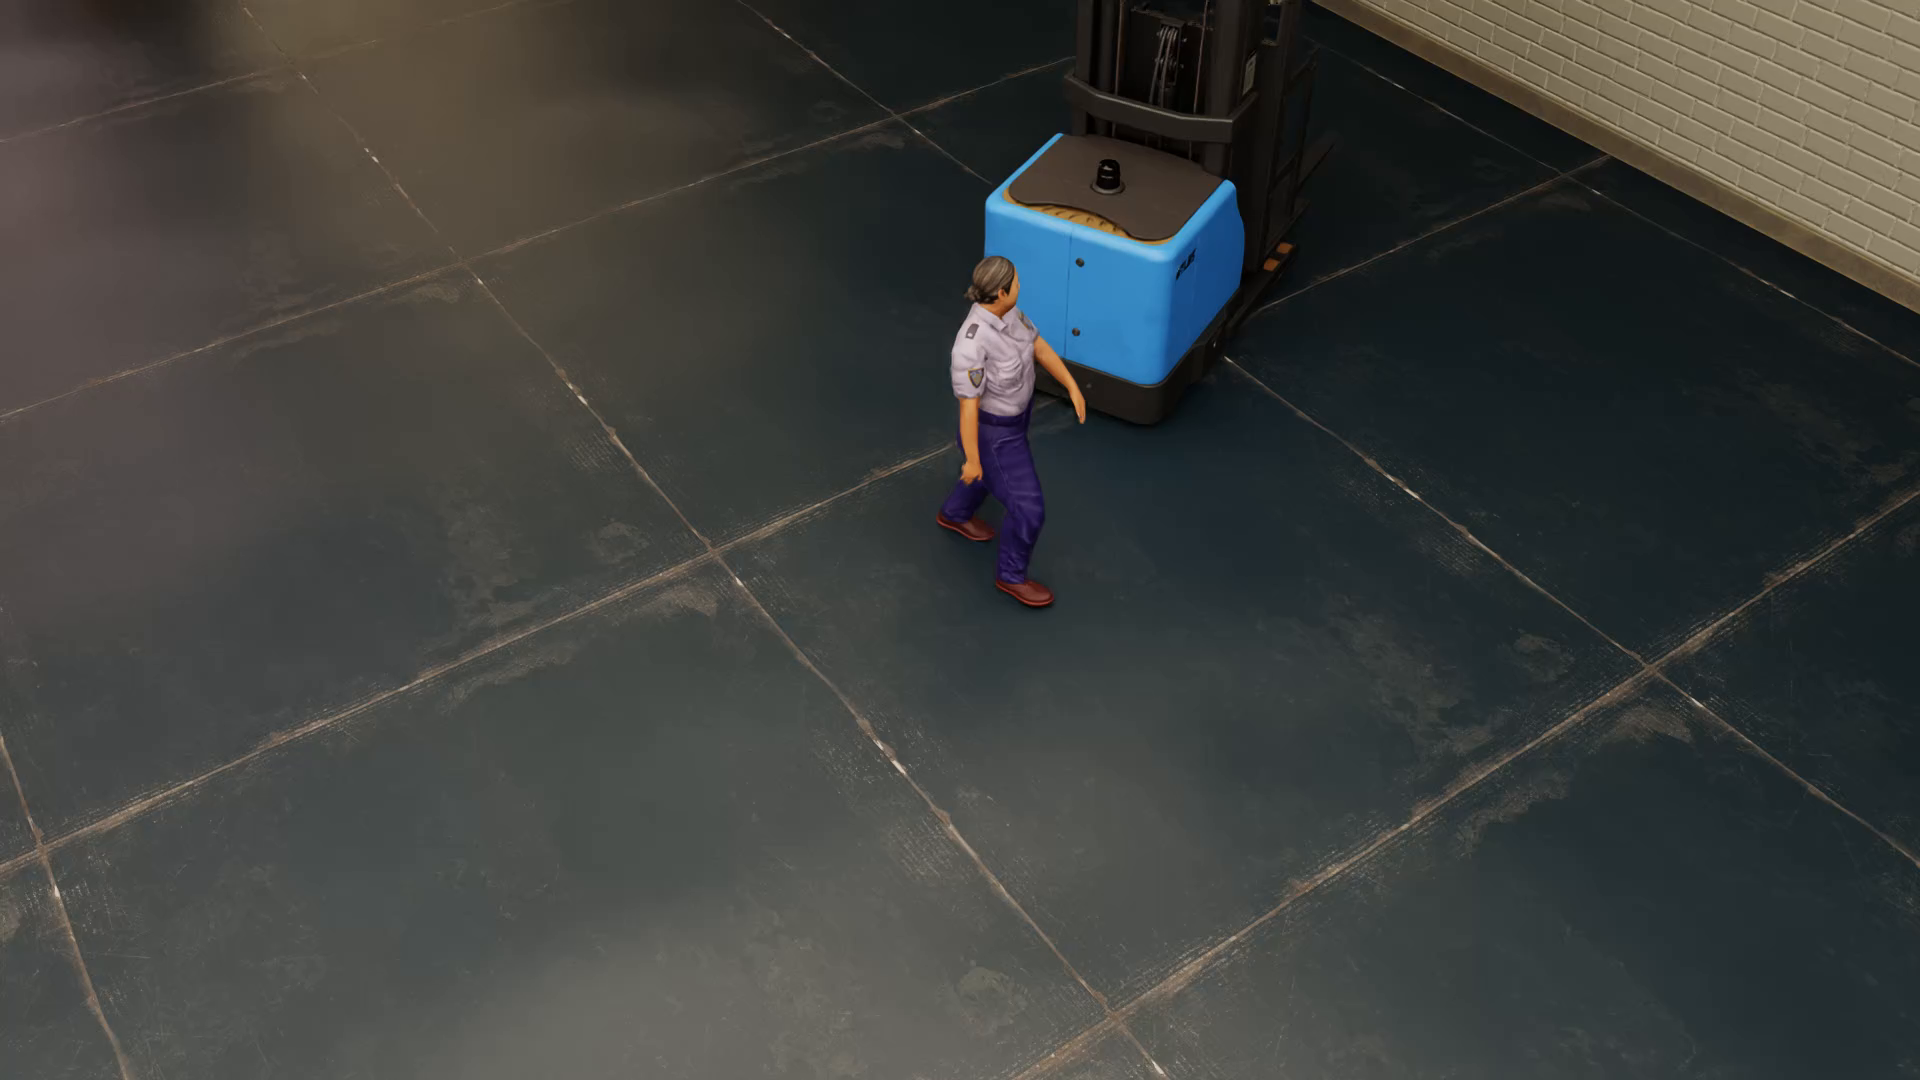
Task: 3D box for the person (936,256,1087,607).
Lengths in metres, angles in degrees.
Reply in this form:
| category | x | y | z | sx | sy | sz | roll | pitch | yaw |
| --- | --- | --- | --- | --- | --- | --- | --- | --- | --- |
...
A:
| category | x | y | z | sx | sy | sz | roll | pitch | yaw |
| --- | --- | --- | --- | --- | --- | --- | --- | --- | --- |
| person | 0.189 | -0.492 | 7.260 | 0.688 | 1.574 | 0.619 | 9 | 43 | 10 |

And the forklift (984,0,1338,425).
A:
| category | x | y | z | sx | sy | sz | roll | pitch | yaw |
| --- | --- | --- | --- | --- | --- | --- | --- | --- | --- |
| forklift | 1.283 | -2.647 | 8.588 | 1.130 | 2.935 | 3.031 | 21 | 47 | 22 |
